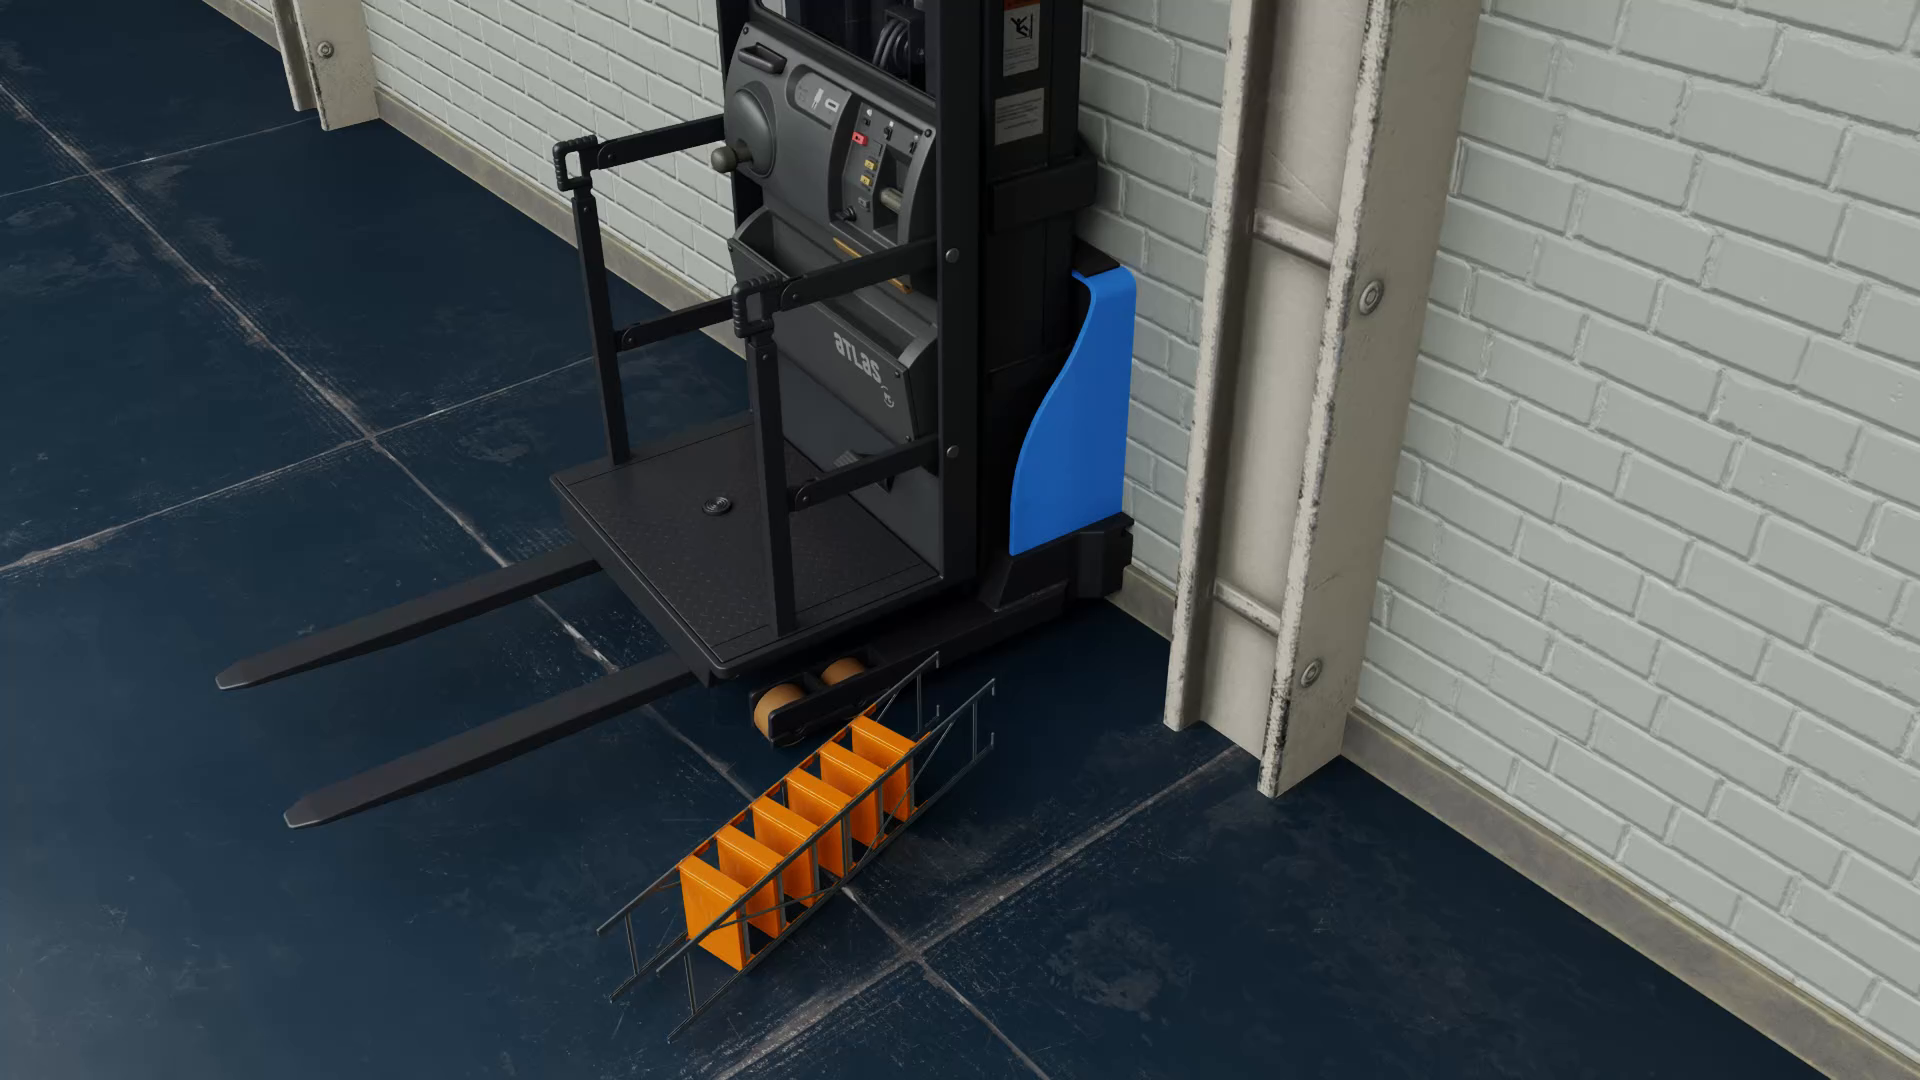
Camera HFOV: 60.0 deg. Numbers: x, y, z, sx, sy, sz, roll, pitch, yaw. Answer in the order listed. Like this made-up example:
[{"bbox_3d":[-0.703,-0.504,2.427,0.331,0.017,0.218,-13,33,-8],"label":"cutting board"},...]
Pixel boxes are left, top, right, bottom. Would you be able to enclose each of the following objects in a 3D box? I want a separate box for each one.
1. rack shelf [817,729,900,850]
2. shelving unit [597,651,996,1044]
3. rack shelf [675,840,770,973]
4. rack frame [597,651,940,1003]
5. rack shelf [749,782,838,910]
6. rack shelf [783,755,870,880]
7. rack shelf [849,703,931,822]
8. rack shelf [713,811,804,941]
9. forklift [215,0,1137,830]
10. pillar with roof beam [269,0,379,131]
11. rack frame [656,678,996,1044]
[{"bbox_3d":[-0.248,0.622,4.116,0.180,0.258,0.103,24,42,30],"label":"rack shelf"},{"bbox_3d":[-0.347,0.698,4.010,0.189,0.258,1.200,24,42,30],"label":"shelving unit"},{"bbox_3d":[-0.539,0.843,3.805,0.180,0.258,0.103,24,42,30],"label":"rack shelf"},{"bbox_3d":[-0.420,0.666,4.055,0.006,0.240,1.200,24,42,30],"label":"rack frame"},{"bbox_3d":[-0.393,0.733,3.961,0.180,0.258,0.103,24,42,30],"label":"rack shelf"},{"bbox_3d":[-0.320,0.678,4.039,0.180,0.258,0.103,24,42,30],"label":"rack shelf"},{"bbox_3d":[-0.175,0.567,4.194,0.180,0.258,0.103,24,42,30],"label":"rack shelf"},{"bbox_3d":[-0.466,0.788,3.883,0.180,0.258,0.103,24,42,30],"label":"rack shelf"},{"bbox_3d":[-0.517,-0.991,4.113,3.031,2.935,1.130,-22,41,-28],"label":"forklift"},{"bbox_3d":[-6.363,-4.189,3.379,9.100,9.000,0.400,-26,43,-32],"label":"pillar with roof beam"},{"bbox_3d":[-0.274,0.730,3.965,0.006,0.240,1.200,24,42,30],"label":"rack frame"}]
